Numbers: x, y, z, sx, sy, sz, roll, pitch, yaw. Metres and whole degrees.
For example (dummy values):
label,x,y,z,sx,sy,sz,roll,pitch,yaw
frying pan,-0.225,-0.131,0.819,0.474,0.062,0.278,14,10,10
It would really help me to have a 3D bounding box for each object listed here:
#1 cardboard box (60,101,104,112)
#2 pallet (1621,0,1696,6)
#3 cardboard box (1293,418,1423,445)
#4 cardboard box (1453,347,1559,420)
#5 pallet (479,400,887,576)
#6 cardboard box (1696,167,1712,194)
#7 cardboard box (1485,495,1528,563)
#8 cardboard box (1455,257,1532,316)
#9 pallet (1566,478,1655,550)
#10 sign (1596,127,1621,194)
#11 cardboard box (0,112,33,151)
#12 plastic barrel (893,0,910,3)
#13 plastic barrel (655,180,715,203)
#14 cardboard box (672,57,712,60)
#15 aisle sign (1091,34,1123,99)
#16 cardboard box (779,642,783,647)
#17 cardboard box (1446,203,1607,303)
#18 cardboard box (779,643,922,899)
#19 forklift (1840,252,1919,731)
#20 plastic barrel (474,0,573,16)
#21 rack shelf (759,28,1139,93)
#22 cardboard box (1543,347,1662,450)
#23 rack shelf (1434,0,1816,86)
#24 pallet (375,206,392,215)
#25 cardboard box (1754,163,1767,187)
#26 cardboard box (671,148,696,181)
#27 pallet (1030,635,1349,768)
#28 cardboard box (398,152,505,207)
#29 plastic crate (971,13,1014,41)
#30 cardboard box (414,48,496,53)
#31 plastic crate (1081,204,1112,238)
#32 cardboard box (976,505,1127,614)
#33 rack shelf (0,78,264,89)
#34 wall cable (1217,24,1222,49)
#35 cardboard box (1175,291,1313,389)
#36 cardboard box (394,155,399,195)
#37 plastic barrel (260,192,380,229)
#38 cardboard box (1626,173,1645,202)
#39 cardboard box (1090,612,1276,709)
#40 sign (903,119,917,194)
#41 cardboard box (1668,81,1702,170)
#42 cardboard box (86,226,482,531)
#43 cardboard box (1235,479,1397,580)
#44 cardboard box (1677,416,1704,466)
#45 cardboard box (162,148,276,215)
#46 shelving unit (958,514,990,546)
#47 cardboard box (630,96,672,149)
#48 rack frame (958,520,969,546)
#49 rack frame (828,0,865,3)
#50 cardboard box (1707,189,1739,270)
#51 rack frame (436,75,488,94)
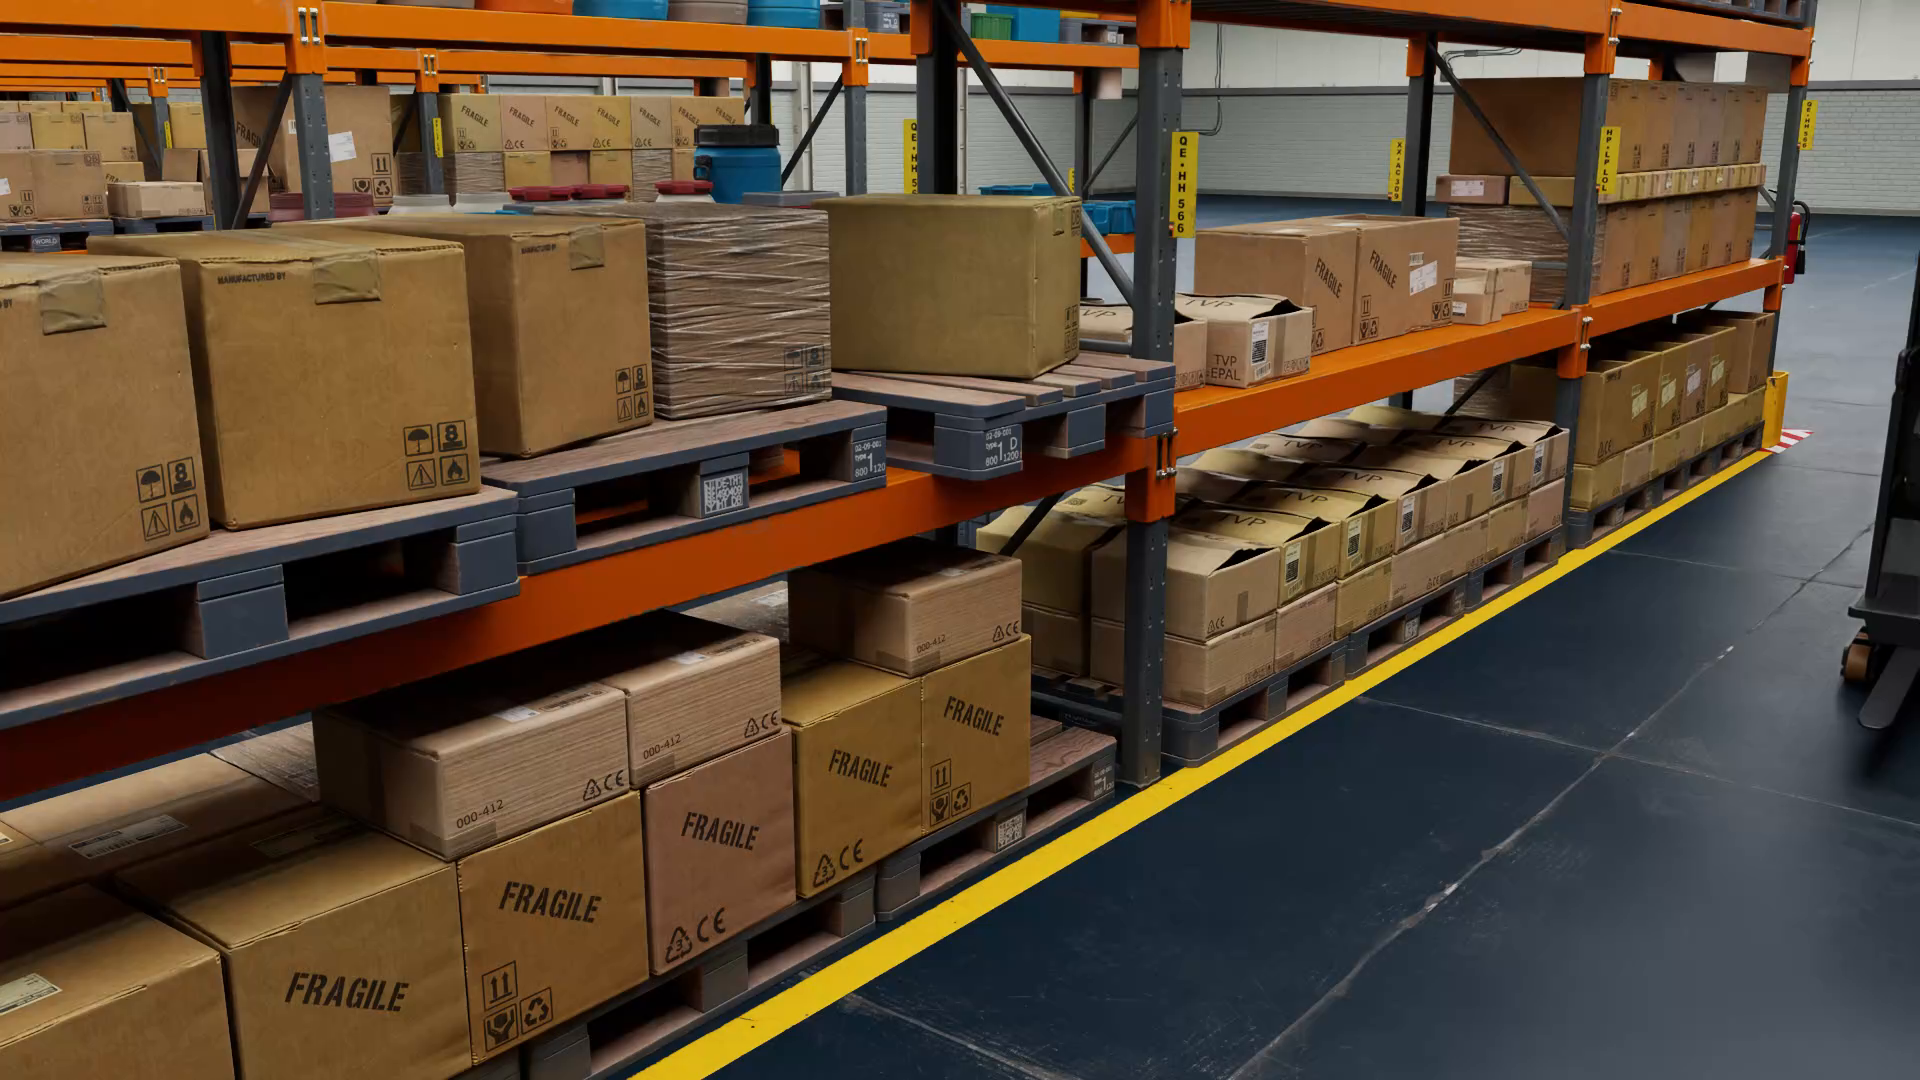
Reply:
label,x,y,z,sx,sy,sz,roll,pitch,yaw
cardboard box,-11.503,-5.426,21.551,0.700,0.500,0.500,11,18,36
pallet,3.304,-3.022,9.016,1.003,0.211,1.213,11,18,38
cardboard box,2.016,-0.451,8.400,0.500,0.311,0.500,11,18,37
cardboard box,3.233,-0.895,9.763,0.500,0.500,0.500,11,18,38
pallet,-0.945,-0.212,4.255,1.003,0.211,1.213,11,18,38
cardboard box,4.397,-2.222,10.258,0.380,0.149,0.250,12,18,39
cardboard box,2.433,-0.094,8.133,0.500,0.250,0.500,11,18,37
cardboard box,2.512,-1.271,8.337,0.500,0.250,0.500,13,19,41
pallet,3.320,-0.239,9.633,1.003,0.211,1.213,11,18,38
sign,3.216,-1.885,8.260,0.100,0.325,0.005,11,18,38
cardboard box,-9.656,-4.006,16.568,0.700,0.500,0.500,11,18,38
plastic barrel,-0.354,-4.286,11.938,0.600,0.901,0.708,11,18,38
plastic barrel,-1.834,-2.128,11.132,0.433,0.535,0.433,0,14,0
cardboard box,-2.818,-4.897,16.521,0.500,0.250,0.500,11,18,38
aisle sign,1.269,-4.297,14.664,0.394,0.787,0.004,11,18,38
cardboard box,-0.878,0.559,5.012,0.500,0.500,0.500,11,18,37
cardboard box,3.062,-1.579,9.042,0.700,0.500,0.500,11,18,36
cardboard box,-0.457,0.635,4.716,0.500,0.500,0.500,10,18,36
forklift,4.251,-0.822,6.406,1.130,2.935,3.031,10,17,34
plastic barrel,-2.481,-3.356,9.278,0.600,0.830,0.708,11,18,38
rack shelf,0.194,-3.700,12.963,1.077,0.370,4.000,11,18,38
cardboard box,3.631,-0.816,9.451,0.500,0.500,0.500,11,18,38
rack shelf,4.045,-2.932,9.943,1.077,0.370,4.000,11,18,38
pallet,-5.509,-2.761,14.289,1.003,0.211,1.213,11,18,38
cardboard box,5.210,-2.470,11.235,0.380,0.149,0.250,11,18,37
cardboard box,-2.989,-3.721,16.872,0.875,0.500,0.500,11,18,38
pallet,0.822,0.522,6.641,1.003,0.211,1.213,11,18,38
cardboard box,-4.584,-3.247,15.006,0.875,0.500,0.500,11,18,38
plastic crate,0.141,-3.823,12.416,0.336,0.188,0.450,11,18,38
cardboard box,-4.433,-4.406,14.586,0.500,0.250,0.500,10,18,35
plastic crate,0.957,-2.640,13.724,0.499,0.251,0.408,11,18,38
cardboard box,0.411,0.041,6.463,0.500,0.311,0.500,12,18,39
rack shelf,-11.366,-6.000,22.017,1.077,0.370,4.000,11,18,38
wall cable,8.729,-15.588,48.255,3.097,2.526,0.112,11,18,38
cardboard box,0.987,-0.776,6.268,0.500,0.311,0.500,11,18,37
cardboard box,-7.172,-4.329,19.767,0.875,0.550,0.550,11,18,38
plastic barrel,-3.521,-1.647,9.238,0.600,0.536,0.708,11,18,38
cardboard box,3.590,-1.977,9.292,0.380,0.149,0.250,11,18,37
cardboard box,0.831,0.396,6.203,0.500,0.250,0.500,11,18,37
sign,-0.160,-1.325,5.893,0.100,0.325,0.005,11,18,38
cardboard box,4.008,-2.496,10.017,0.700,0.500,0.500,11,18,38
cardboard box,-1.386,-0.362,3.399,0.500,0.500,0.700,-12,19,-40
cardboard box,1.477,-0.075,6.918,0.500,0.311,0.500,11,18,36
cardboard box,4.261,-0.644,10.296,0.500,0.250,0.500,11,18,38
cardboard box,-5.933,-2.885,13.326,0.797,0.503,0.637,14,20,43
shelving unit,0.009,-0.584,8.986,0.258,1.200,0.189,11,18,38
cardboard box,-3.180,-4.086,16.276,0.500,0.500,0.500,11,18,38
rack frame,-0.048,-0.567,8.917,0.240,1.200,0.006,11,18,38
rack frame,-1.063,-5.119,10.997,1.000,3.000,0.127,11,18,38
cardboard box,4.672,-2.070,10.976,0.700,0.500,0.500,12,18,39
rack frame,-6.195,-4.531,20.866,1.000,3.000,0.127,11,18,38
